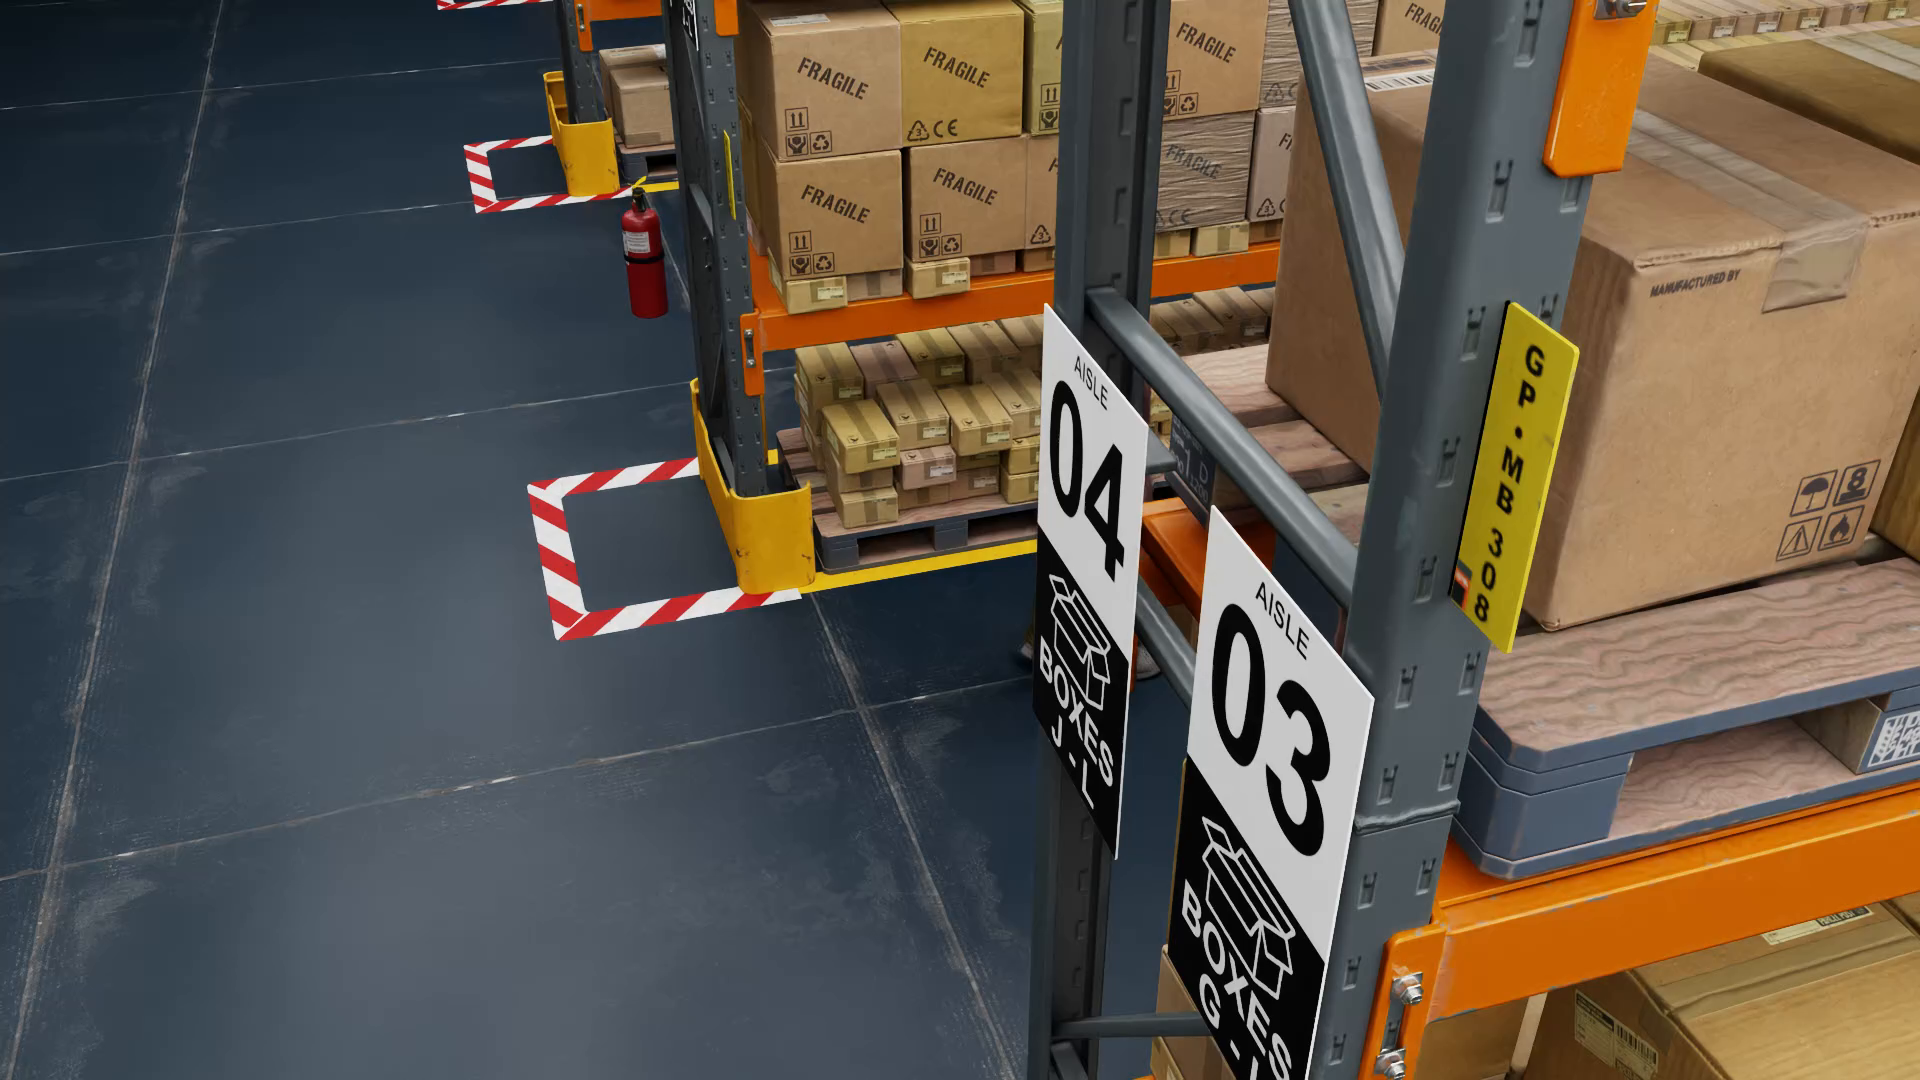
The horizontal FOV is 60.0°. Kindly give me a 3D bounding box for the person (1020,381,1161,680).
[{"bbox_3d":[0.563,-0.197,6.483,0.580,1.824,0.583,-13,35,-18],"label":"person"}]
